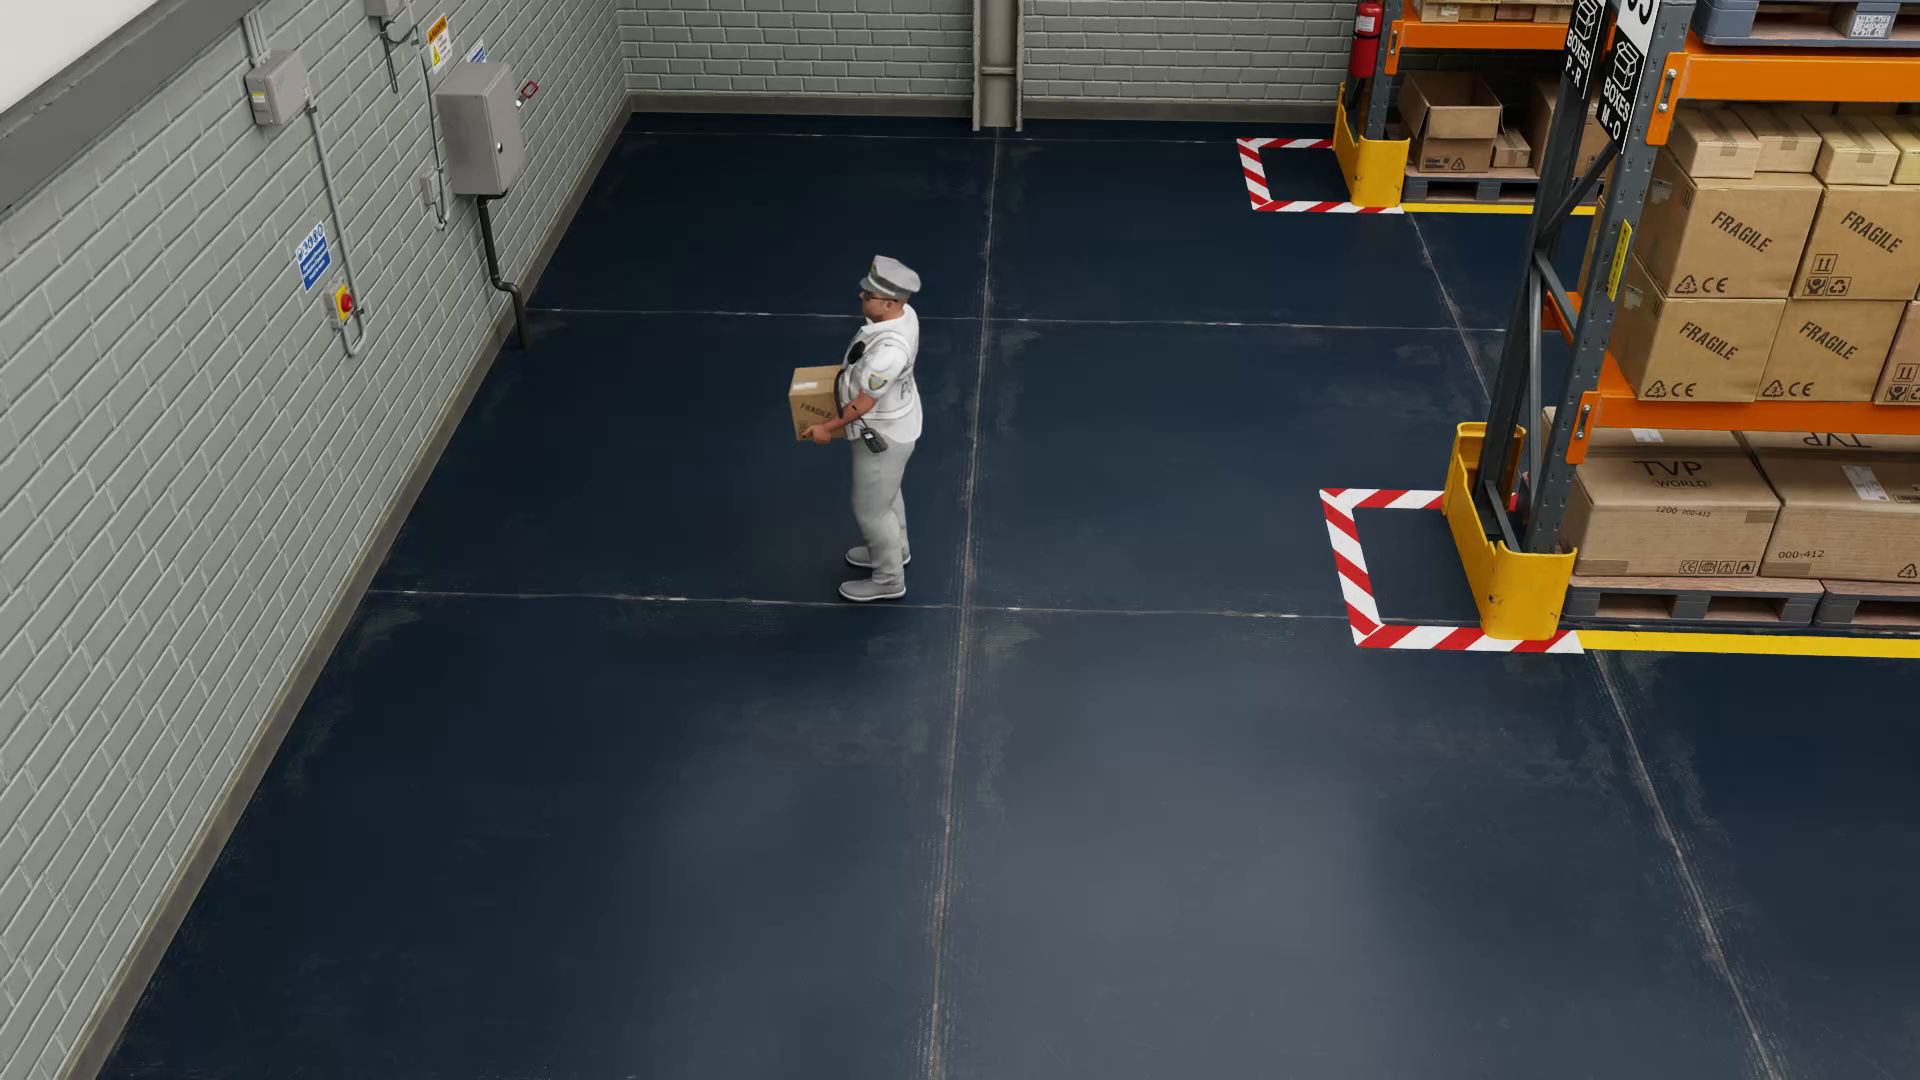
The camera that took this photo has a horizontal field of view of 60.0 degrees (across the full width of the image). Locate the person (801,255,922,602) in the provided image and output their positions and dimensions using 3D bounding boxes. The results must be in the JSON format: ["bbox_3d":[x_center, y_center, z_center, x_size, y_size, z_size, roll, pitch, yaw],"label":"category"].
[{"bbox_3d":[-0.453,-0.524,7.827,0.562,1.770,0.495,1,35,2],"label":"person"}]
